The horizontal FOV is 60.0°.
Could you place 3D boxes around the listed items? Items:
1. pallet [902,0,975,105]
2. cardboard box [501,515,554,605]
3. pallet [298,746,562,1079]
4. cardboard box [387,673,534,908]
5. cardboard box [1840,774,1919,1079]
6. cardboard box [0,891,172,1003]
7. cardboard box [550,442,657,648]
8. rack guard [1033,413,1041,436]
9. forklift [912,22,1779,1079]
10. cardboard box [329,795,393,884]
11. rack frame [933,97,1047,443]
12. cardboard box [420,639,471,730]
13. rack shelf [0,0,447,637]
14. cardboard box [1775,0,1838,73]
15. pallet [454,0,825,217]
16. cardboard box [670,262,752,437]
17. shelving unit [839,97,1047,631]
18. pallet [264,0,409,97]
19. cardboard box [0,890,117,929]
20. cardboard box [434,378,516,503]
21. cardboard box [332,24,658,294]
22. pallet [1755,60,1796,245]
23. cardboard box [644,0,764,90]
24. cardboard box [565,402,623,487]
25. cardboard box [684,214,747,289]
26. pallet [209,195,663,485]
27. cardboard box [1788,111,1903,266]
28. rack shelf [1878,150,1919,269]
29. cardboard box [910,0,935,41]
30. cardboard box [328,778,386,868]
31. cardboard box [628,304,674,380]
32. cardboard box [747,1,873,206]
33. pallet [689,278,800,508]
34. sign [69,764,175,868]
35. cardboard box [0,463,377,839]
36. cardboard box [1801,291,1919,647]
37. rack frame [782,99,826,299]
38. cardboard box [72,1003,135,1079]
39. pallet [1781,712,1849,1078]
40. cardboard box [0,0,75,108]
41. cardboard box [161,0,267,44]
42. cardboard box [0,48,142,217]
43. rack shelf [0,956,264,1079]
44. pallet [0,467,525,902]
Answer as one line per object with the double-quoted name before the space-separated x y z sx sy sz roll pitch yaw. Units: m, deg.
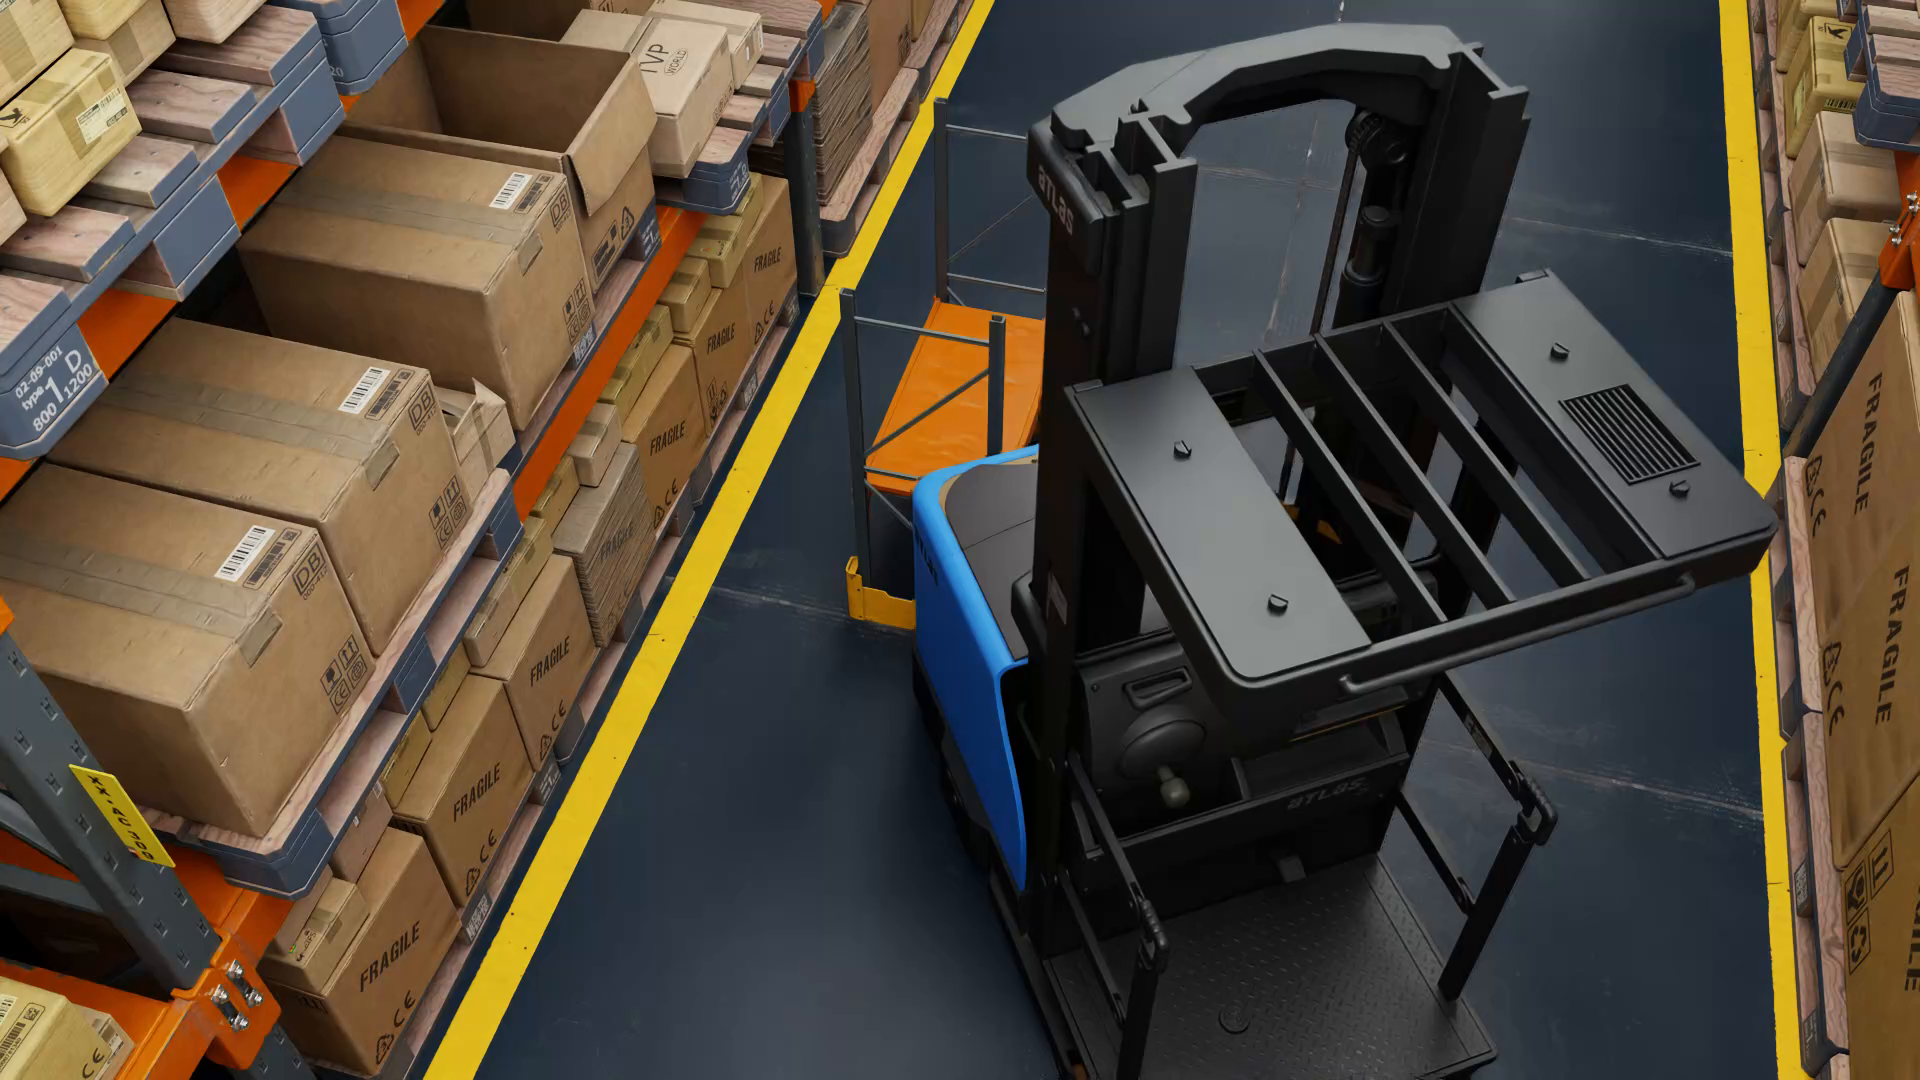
"pallet" -0.507 -2.719 8.509 1.003 0.211 1.213 12 50 10
"cardboard box" -1.503 0.029 5.178 0.380 0.149 0.250 13 50 11
"pallet" -1.959 1.046 5.186 1.003 0.211 1.213 12 50 10
"cardboard box" -1.662 0.715 5.006 0.500 0.500 0.500 11 49 10
"cardboard box" 2.969 1.141 4.379 0.875 0.875 0.875 13 50 11
"cardboard box" -2.293 0.994 4.759 0.500 0.500 0.500 11 50 10
"cardboard box" -1.384 -0.019 5.654 0.500 0.500 0.500 10 49 9
"rack guard" 0.151 -0.498 6.523 0.587 0.250 0.087 12 50 10
"forklift" 0.809 0.469 3.882 1.130 2.935 3.031 -15 50 -13
"cardboard box" -1.788 0.770 4.524 0.380 0.149 0.250 10 49 9
"rack frame" 0.156 -0.926 6.067 0.500 1.500 0.032 12 50 10
"cardboard box" -1.672 0.381 4.867 0.380 0.149 0.250 11 49 9
"rack shelf" -1.611 -1.482 4.037 1.077 0.370 4.000 12 50 10
"cardboard box" 4.437 -2.459 7.893 0.950 0.372 0.625 14 50 12
"pallet" -1.195 -1.607 5.795 1.213 0.211 1.003 12 50 10
"cardboard box" -1.130 -0.778 6.323 0.500 0.500 0.500 11 49 9
"shelving unit" 0.020 -0.551 5.736 0.587 1.500 1.083 12 50 10
"pallet" -1.628 -1.420 3.627 1.213 0.211 1.003 12 50 10
"cardboard box" -2.318 0.870 4.436 0.380 0.149 0.250 10 49 9
"cardboard box" -1.401 -0.305 4.328 0.396 0.266 0.258 14 50 12
"cardboard box" -1.335 -1.130 4.898 0.797 0.503 0.637 11 49 9
"pallet" 4.236 -1.719 7.627 1.003 0.211 1.213 12 50 10
"cardboard box" -0.887 -1.679 5.619 0.380 0.149 0.250 12 50 11
"cardboard box" -1.346 -0.340 5.504 0.380 0.149 0.250 9 49 8
"cardboard box" -1.012 -1.090 6.166 0.380 0.149 0.250 9 49 8
"pallet" -1.592 -0.703 4.998 1.003 0.211 1.213 12 50 10
"cardboard box" 4.050 -1.409 6.965 0.950 0.372 0.625 11 49 9
"rack shelf" 4.232 -2.406 6.853 1.077 0.370 4.000 12 50 10
"cardboard box" -0.565 -2.937 8.145 0.875 0.625 0.625 10 49 8
"cardboard box" -1.764 0.690 4.397 0.380 0.149 0.250 9 49 8
"cardboard box" -1.237 -0.726 5.845 0.380 0.149 0.250 13 50 11
"cardboard box" -0.907 -1.976 7.297 0.875 0.625 0.625 13 50 11
"pallet" -1.317 -0.719 6.744 1.003 0.211 1.213 12 50 10
"sign" -1.611 0.534 3.200 0.100 0.325 0.005 12 50 10
"cardboard box" -1.794 0.241 3.690 0.700 0.500 0.500 13 50 11
"cardboard box" 3.444 -0.150 5.519 0.875 0.875 0.875 11 50 10
"rack frame" -1.084 -2.174 6.168 1.000 3.000 0.127 12 50 10
"cardboard box" -1.977 1.083 3.461 0.380 0.149 0.250 12 50 11
"pallet" 3.102 1.160 5.085 1.003 0.211 1.213 12 50 10
"cardboard box" -1.634 -0.797 2.575 0.380 0.149 0.250 12 50 11
"cardboard box" -1.452 -1.049 2.995 0.380 0.149 0.250 12 50 11
"cardboard box" -1.573 -0.680 2.670 0.380 0.149 0.250 12 50 10
"rack shelf" -2.663 2.404 2.608 1.077 0.370 4.000 12 50 10
"pallet" -1.821 0.226 4.178 1.003 0.211 1.213 12 50 10
